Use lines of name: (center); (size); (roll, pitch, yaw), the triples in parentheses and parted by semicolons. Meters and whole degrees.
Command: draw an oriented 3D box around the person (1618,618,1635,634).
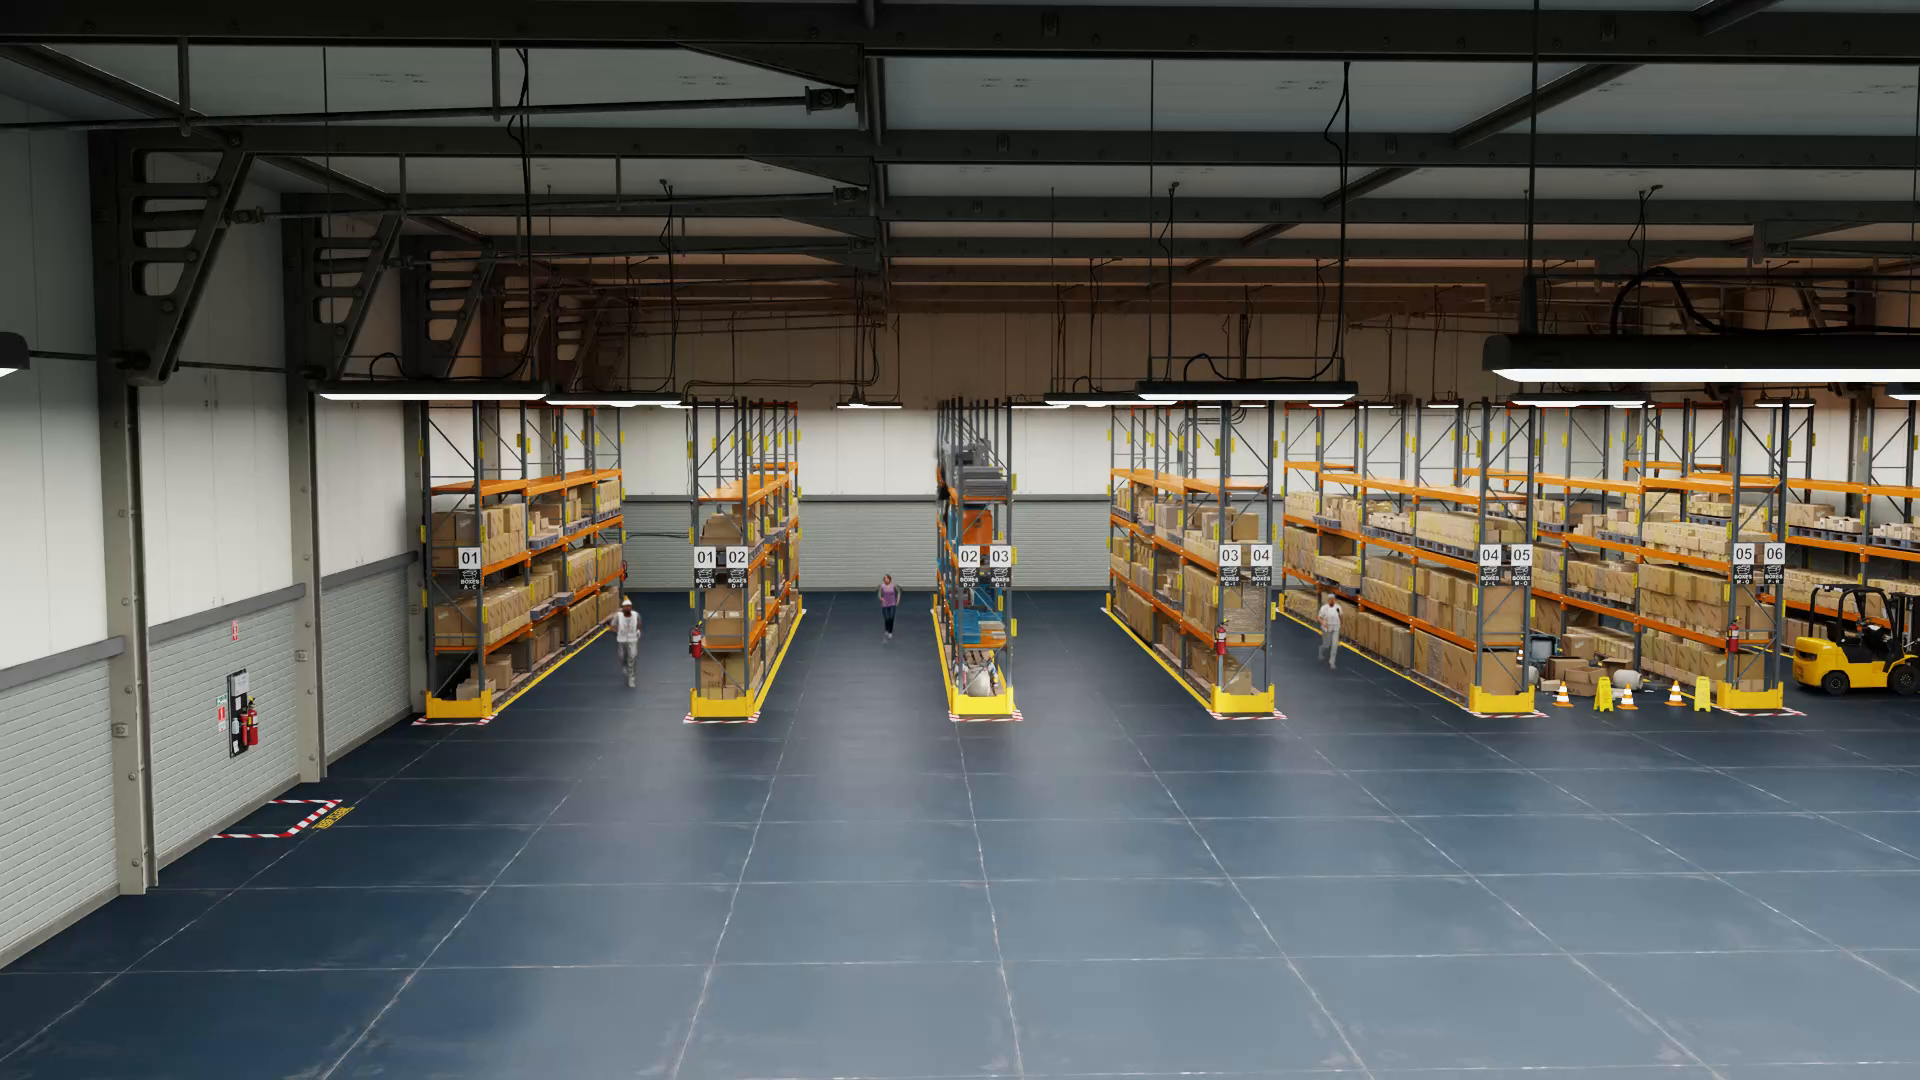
person: (16.515, 1.721, 41.040); (0.535, 1.741, 0.843); (-1, 4, -7)

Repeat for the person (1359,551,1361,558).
person: (11.286, 1.214, 47.061); (0.685, 1.823, 0.752); (-1, 4, -10)

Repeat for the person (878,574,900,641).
person: (-1.726, 1.631, 40.377); (0.546, 1.605, 0.631); (0, 4, 1)

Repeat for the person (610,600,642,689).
person: (-7.006, 2.145, 34.895); (0.646, 1.791, 1.156); (-1, 4, -10)

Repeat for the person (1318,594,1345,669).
person: (8.349, 2.032, 37.396); (0.613, 1.662, 0.753); (0, 4, 2)
